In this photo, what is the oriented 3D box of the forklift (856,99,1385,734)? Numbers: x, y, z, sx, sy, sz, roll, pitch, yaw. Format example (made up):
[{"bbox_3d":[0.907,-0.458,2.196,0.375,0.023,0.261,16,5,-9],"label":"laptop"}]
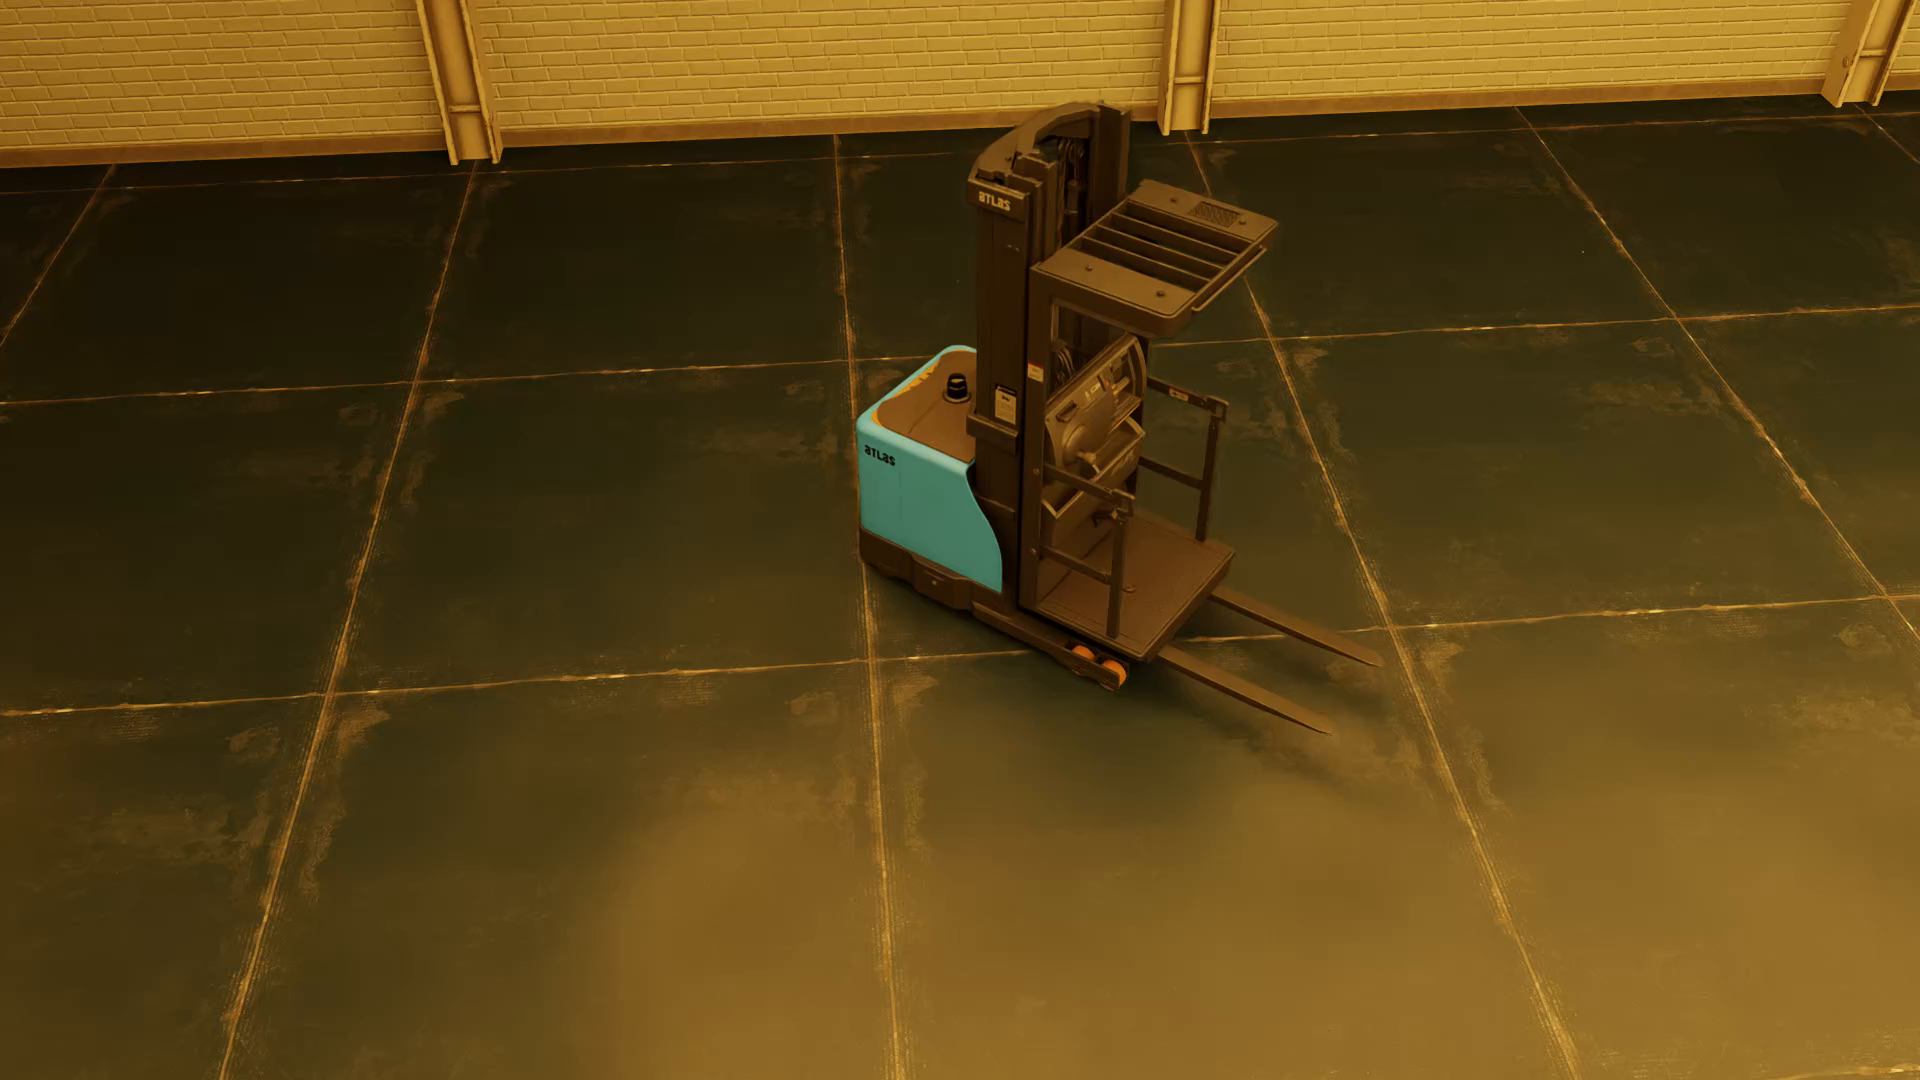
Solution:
[{"bbox_3d":[0.895,-0.679,8.731,3.031,2.935,1.130,25,46,26],"label":"forklift"}]

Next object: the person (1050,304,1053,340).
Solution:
[{"bbox_3d":[0.638,-0.705,9.994,0.738,1.461,0.858,-5,41,-6],"label":"person"}]
